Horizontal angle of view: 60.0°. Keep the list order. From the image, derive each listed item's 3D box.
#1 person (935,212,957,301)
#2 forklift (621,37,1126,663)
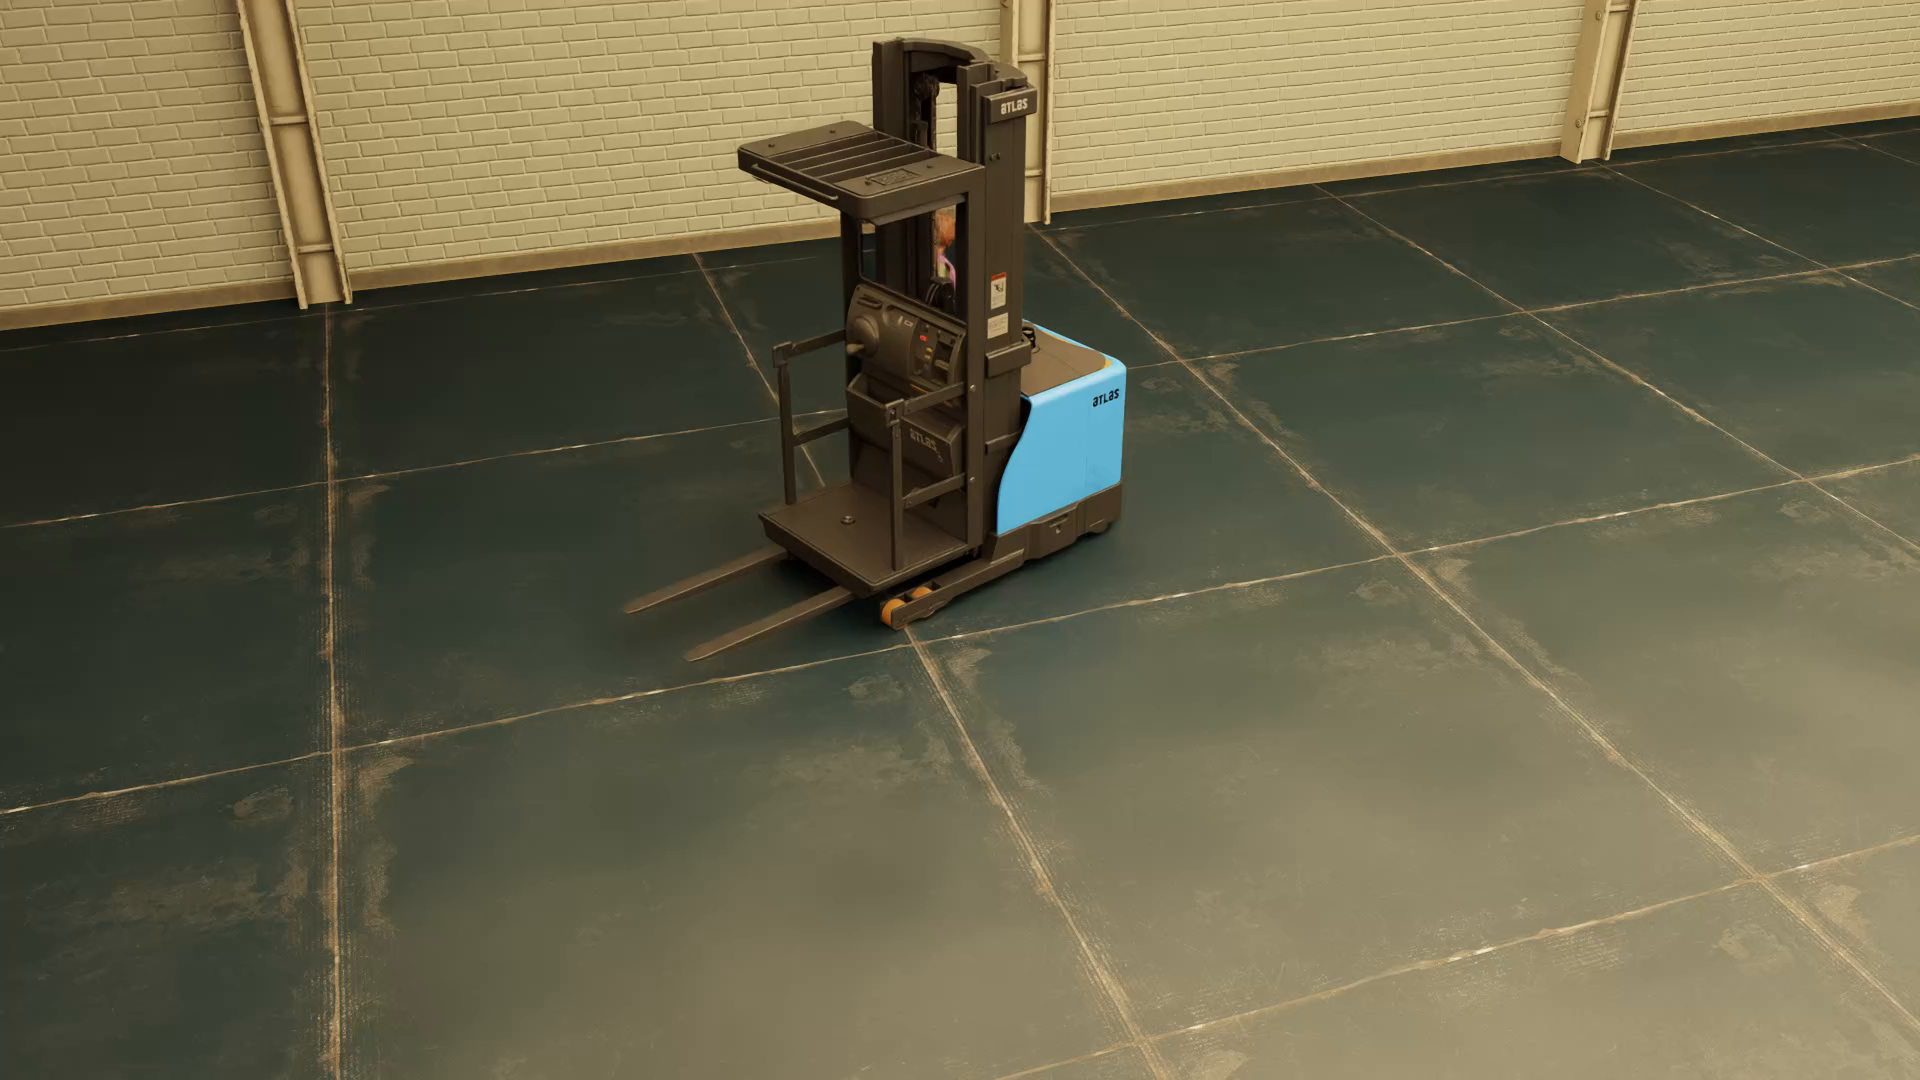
[{"bbox_3d":[-0.077,-1.367,10.851,0.677,1.555,0.583,-9,31,-15],"label":"person"},{"bbox_3d":[-0.461,-1.072,8.951,3.031,2.935,1.130,-23,37,-34],"label":"forklift"}]
